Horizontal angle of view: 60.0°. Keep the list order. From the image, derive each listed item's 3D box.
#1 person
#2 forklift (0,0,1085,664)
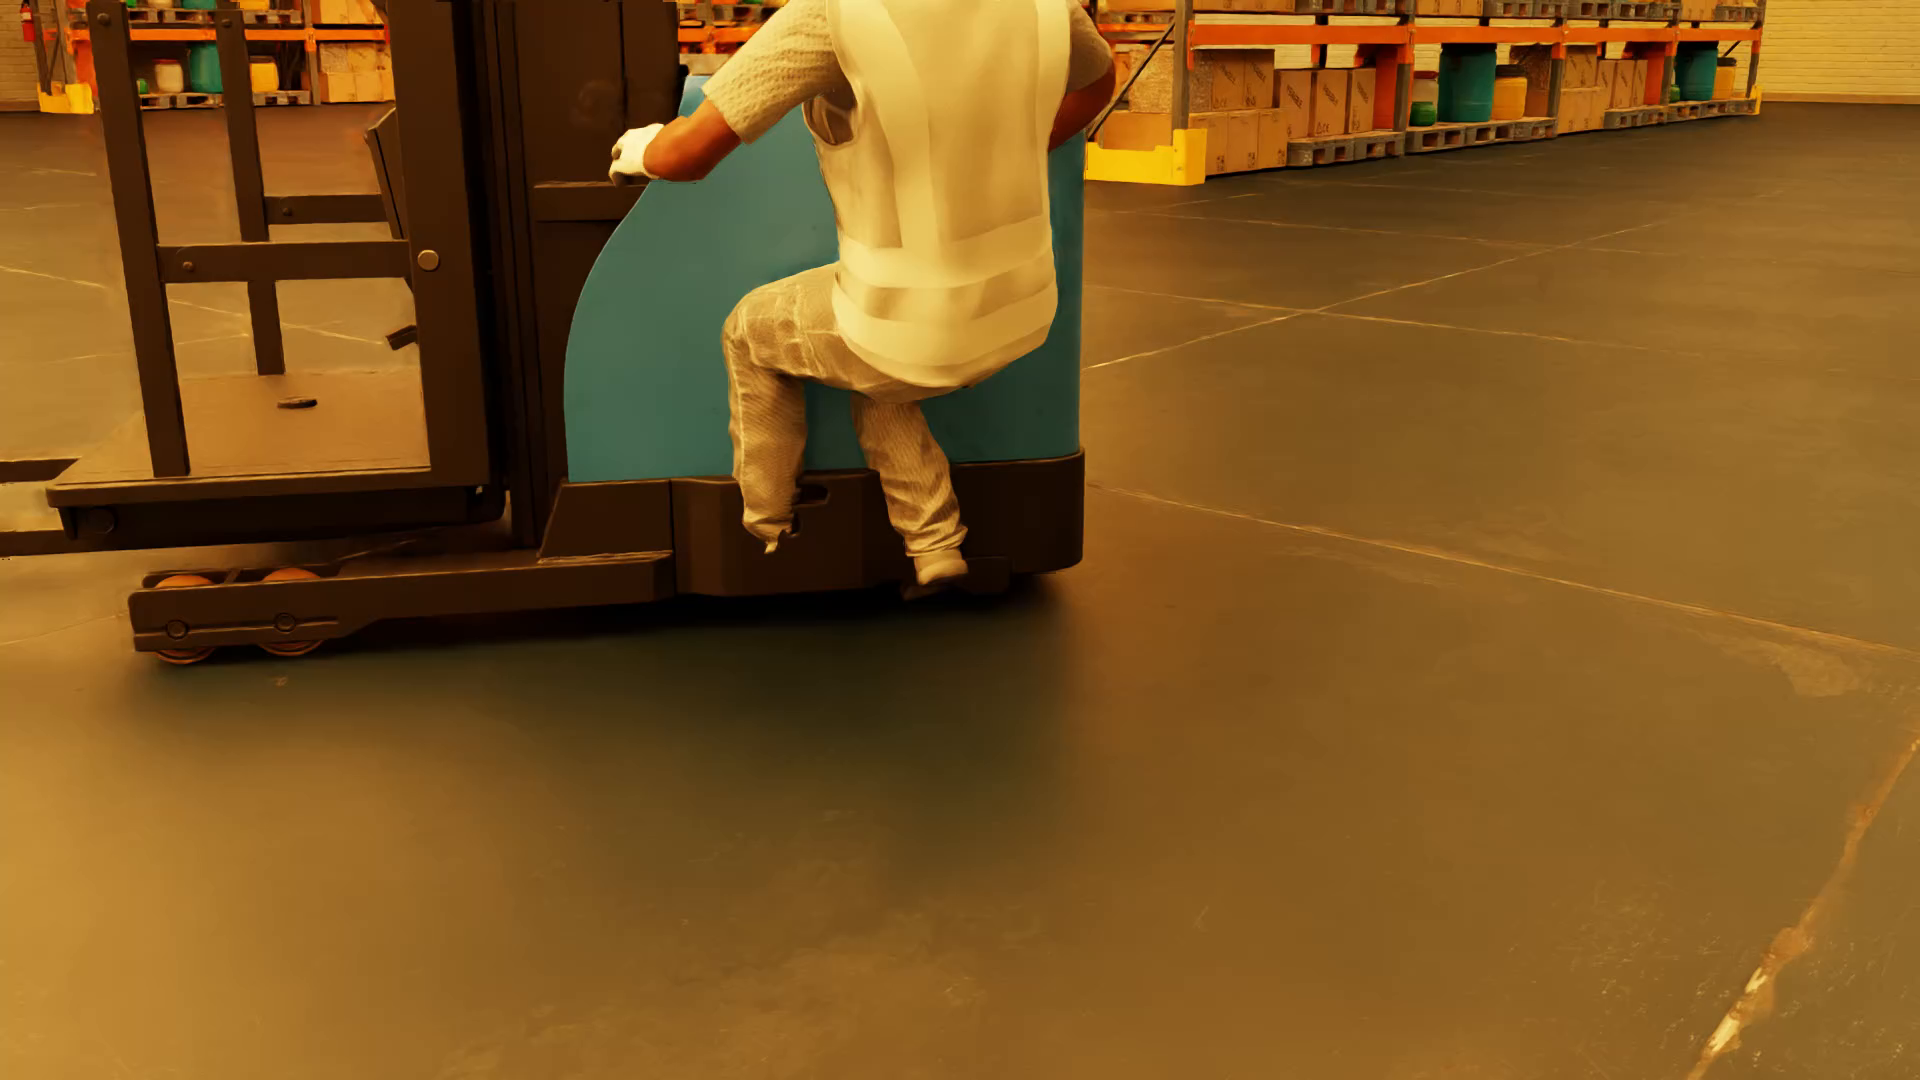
[{"bbox_3d":[-0.212,-0.534,3.088,0.882,1.540,0.923,15,23,41],"label":"person"},{"bbox_3d":[-1.307,-1.334,3.291,3.031,2.935,1.130,-3,17,-11],"label":"forklift"}]
